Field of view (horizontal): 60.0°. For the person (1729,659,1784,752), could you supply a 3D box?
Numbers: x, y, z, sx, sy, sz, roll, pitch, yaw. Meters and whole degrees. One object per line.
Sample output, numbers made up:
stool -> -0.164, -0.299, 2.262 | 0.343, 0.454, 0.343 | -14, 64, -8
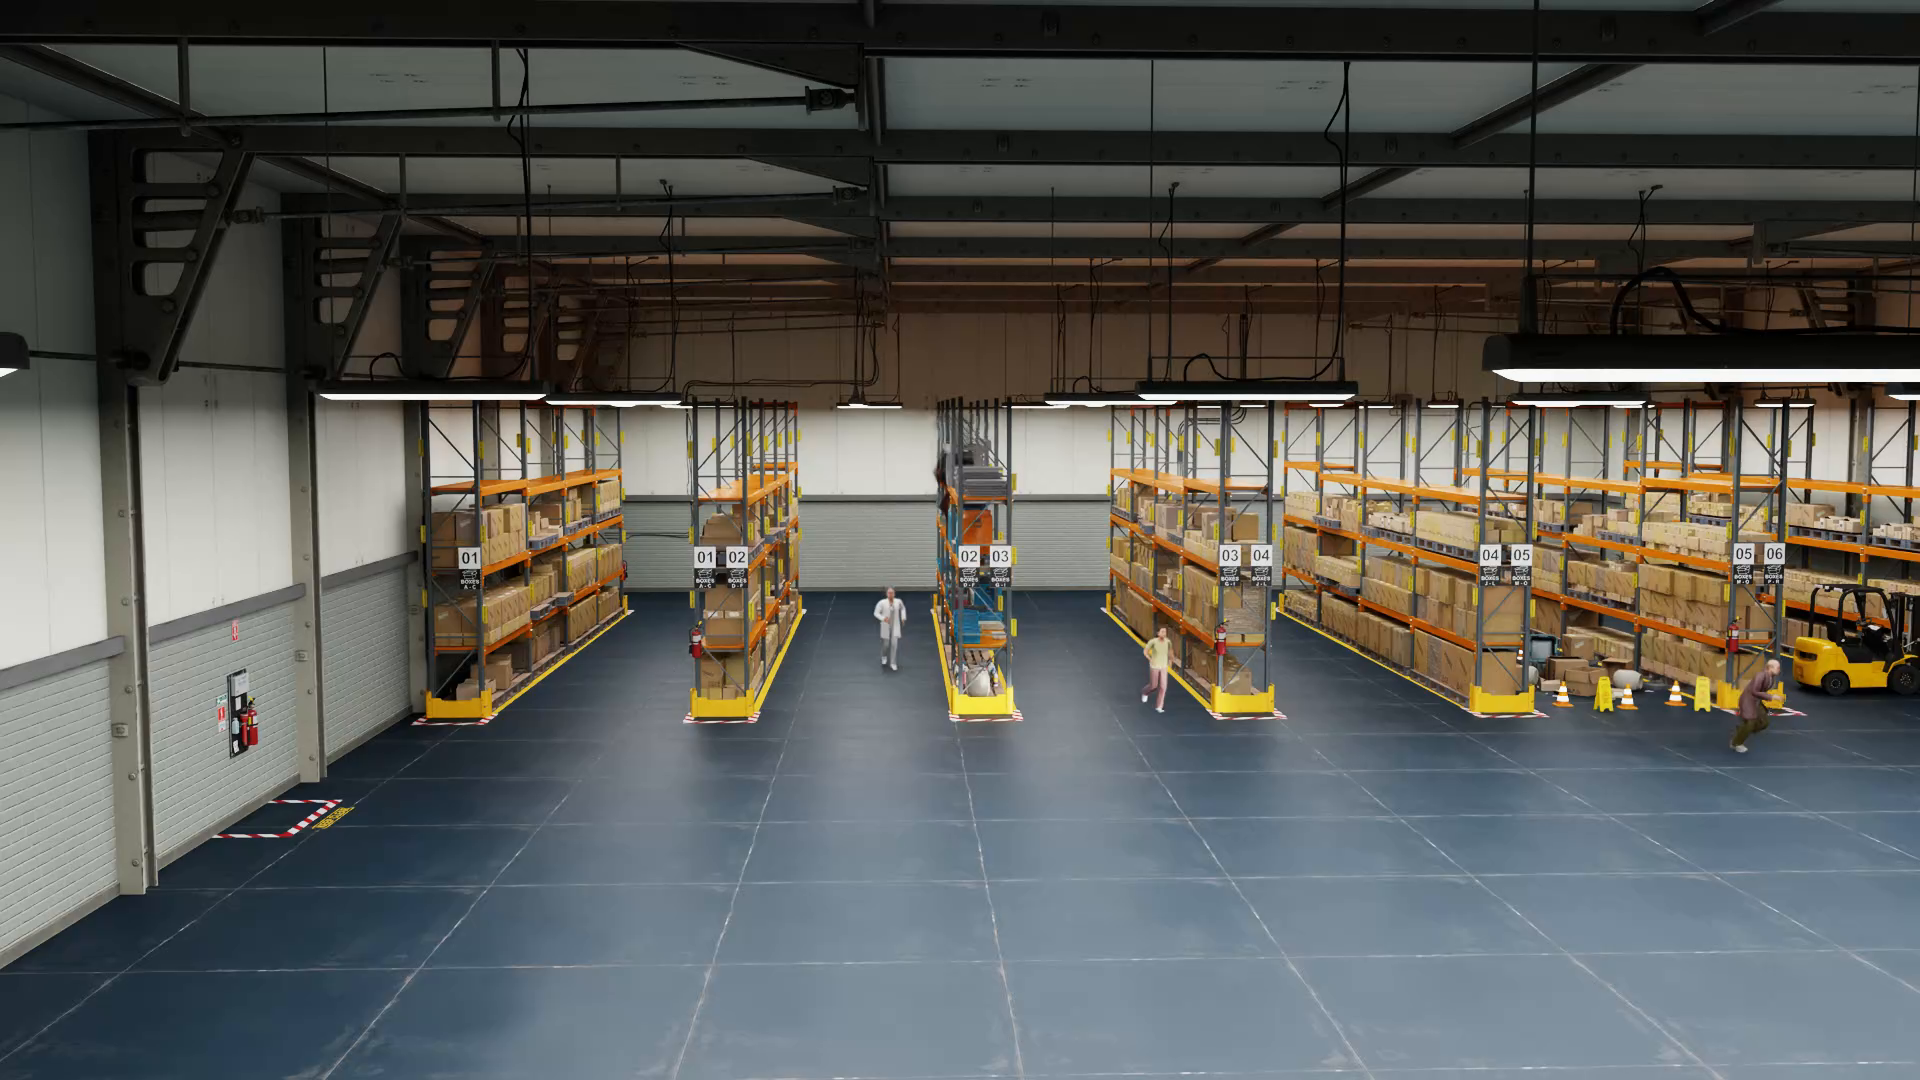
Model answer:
person -> 13.386, 2.827, 27.870 | 0.738, 1.495, 0.907 | -4, 6, -42

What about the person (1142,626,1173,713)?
person -> 3.815, 2.467, 31.982 | 0.628, 1.673, 0.752 | -1, 5, -18

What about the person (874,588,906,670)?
person -> -1.554, 2.063, 37.167 | 0.733, 1.595, 0.925 | -1, 5, -11
